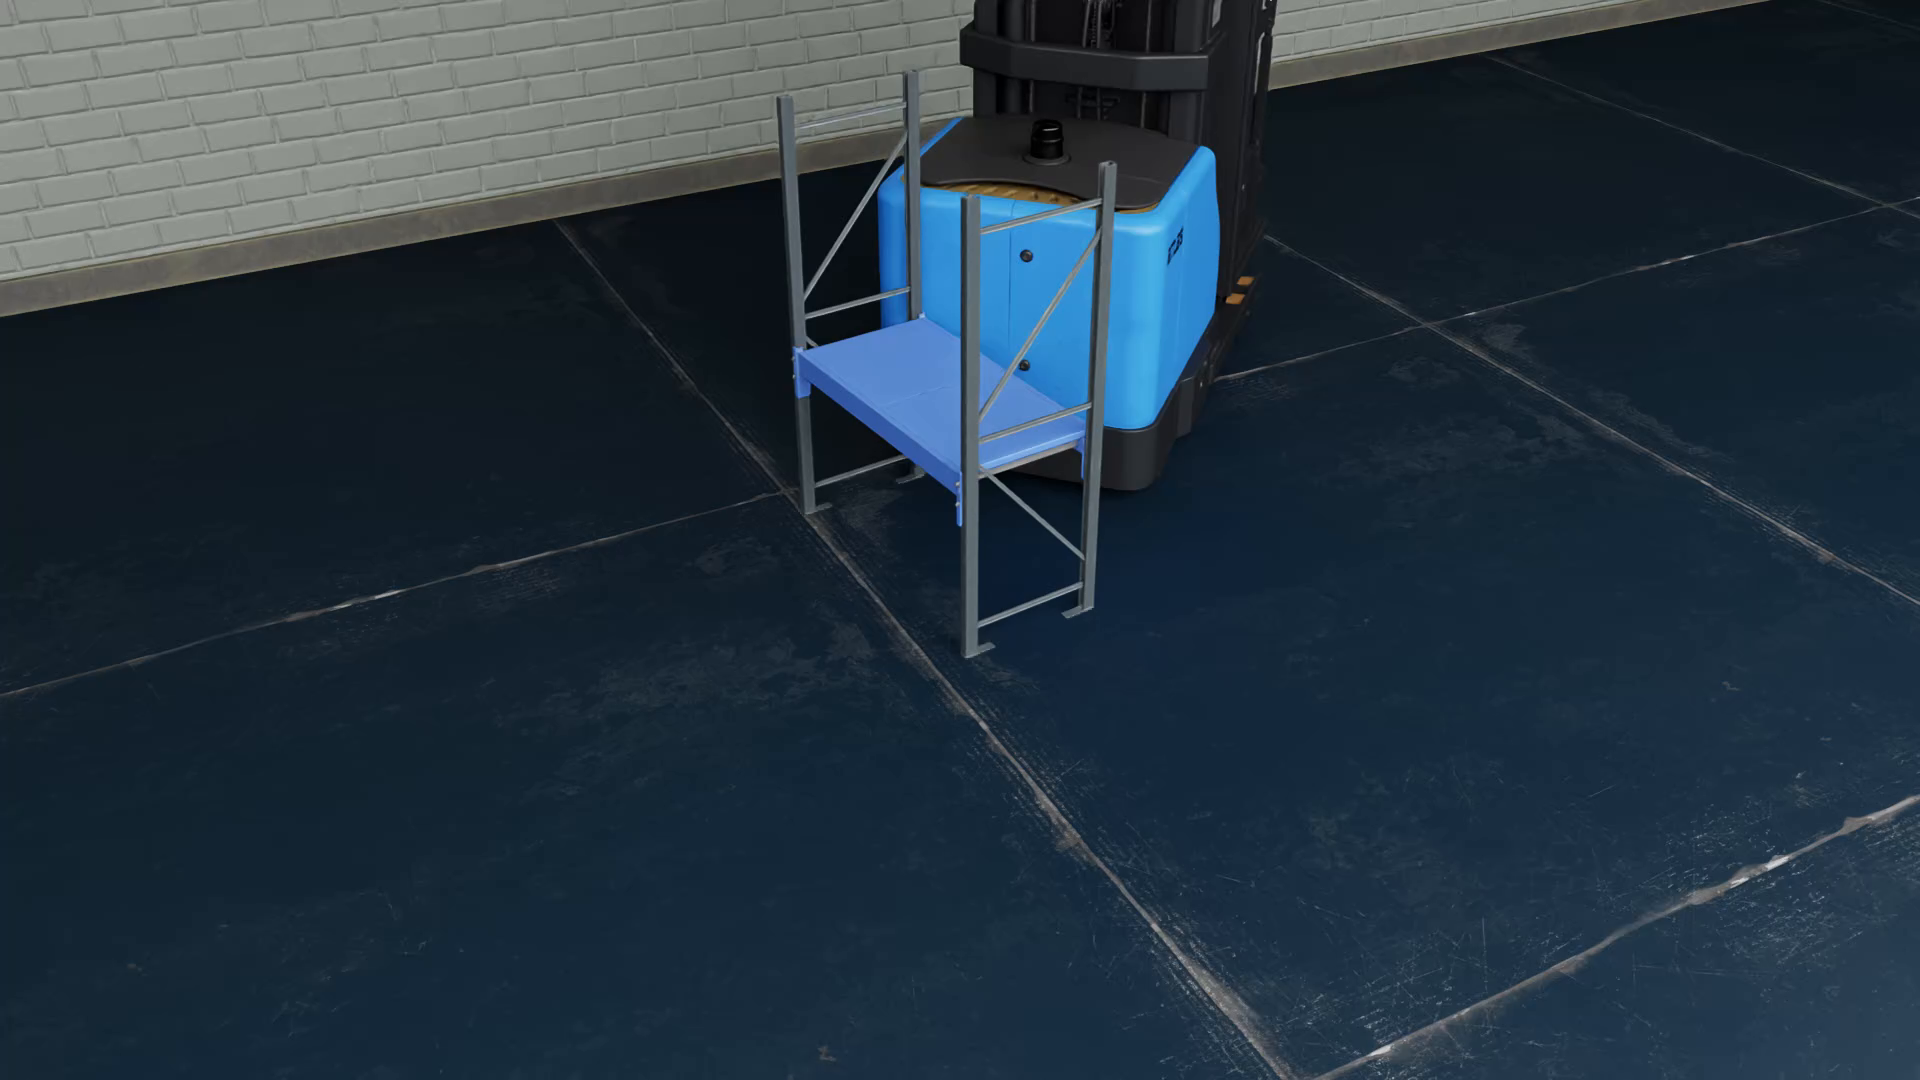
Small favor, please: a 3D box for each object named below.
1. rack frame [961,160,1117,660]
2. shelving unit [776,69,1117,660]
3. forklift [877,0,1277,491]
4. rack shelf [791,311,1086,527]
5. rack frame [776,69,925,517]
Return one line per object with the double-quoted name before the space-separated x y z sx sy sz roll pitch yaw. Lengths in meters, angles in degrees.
"rack frame" 0.218 -0.340 4.891 0.500 1.500 0.032 -20 38 -28
"shelving unit" -0.064 -0.568 5.246 0.538 1.500 1.048 -20 38 -28
"forklift" 0.679 -2.195 6.458 1.130 2.935 3.031 11 34 17
"rack shelf" -0.064 -0.417 5.343 0.538 0.185 1.000 -20 38 -28
"rack frame" -0.347 -0.796 5.602 0.500 1.500 0.032 -20 38 -28
